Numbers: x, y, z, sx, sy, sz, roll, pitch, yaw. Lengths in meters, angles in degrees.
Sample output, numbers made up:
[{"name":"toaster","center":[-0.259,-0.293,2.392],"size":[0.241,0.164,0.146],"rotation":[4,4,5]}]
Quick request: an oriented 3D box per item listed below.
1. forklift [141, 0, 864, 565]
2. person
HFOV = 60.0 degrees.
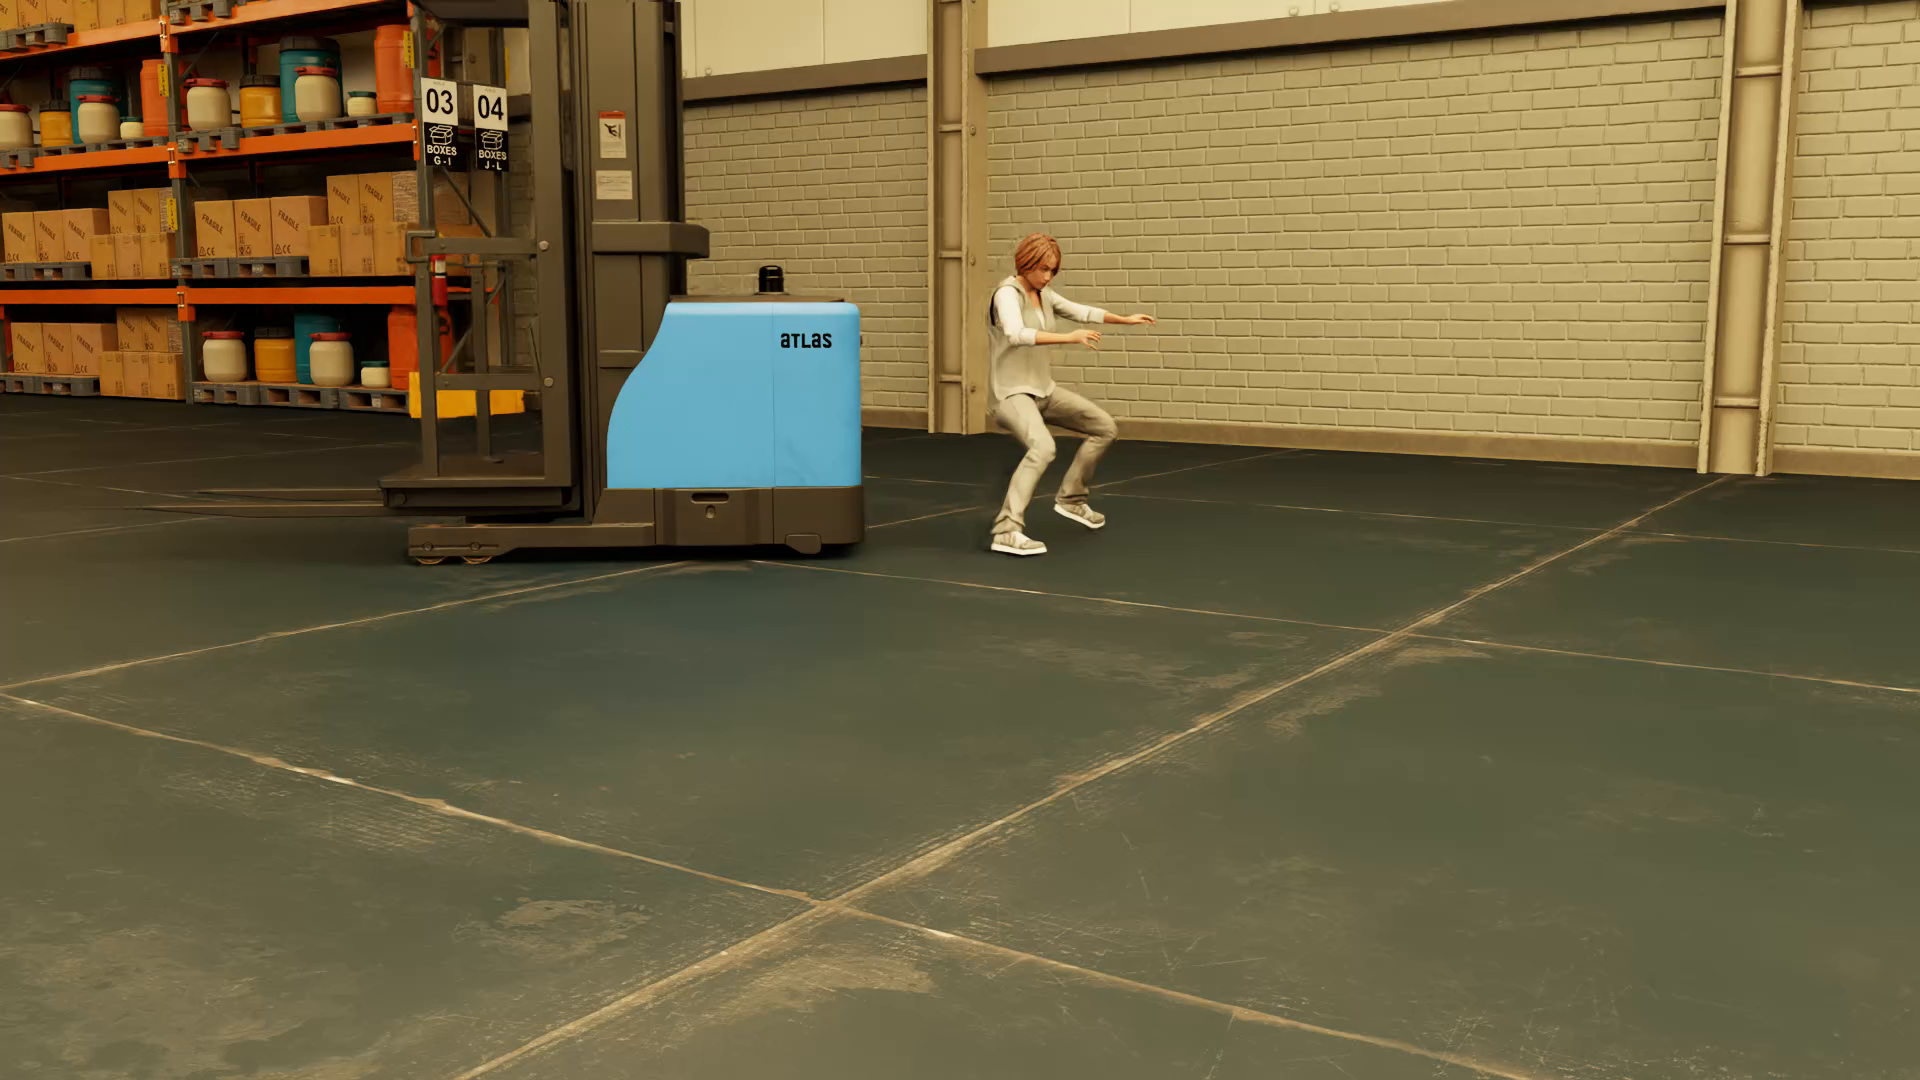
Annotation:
[{"name":"forklift","center":[-1.945,-1.425,7.216],"size":[3.031,2.935,1.130],"rotation":[0,8,-3]},{"name":"person","center":[0.426,-0.672,7.479],"size":[0.637,1.363,0.986],"rotation":[6,10,37]}]
